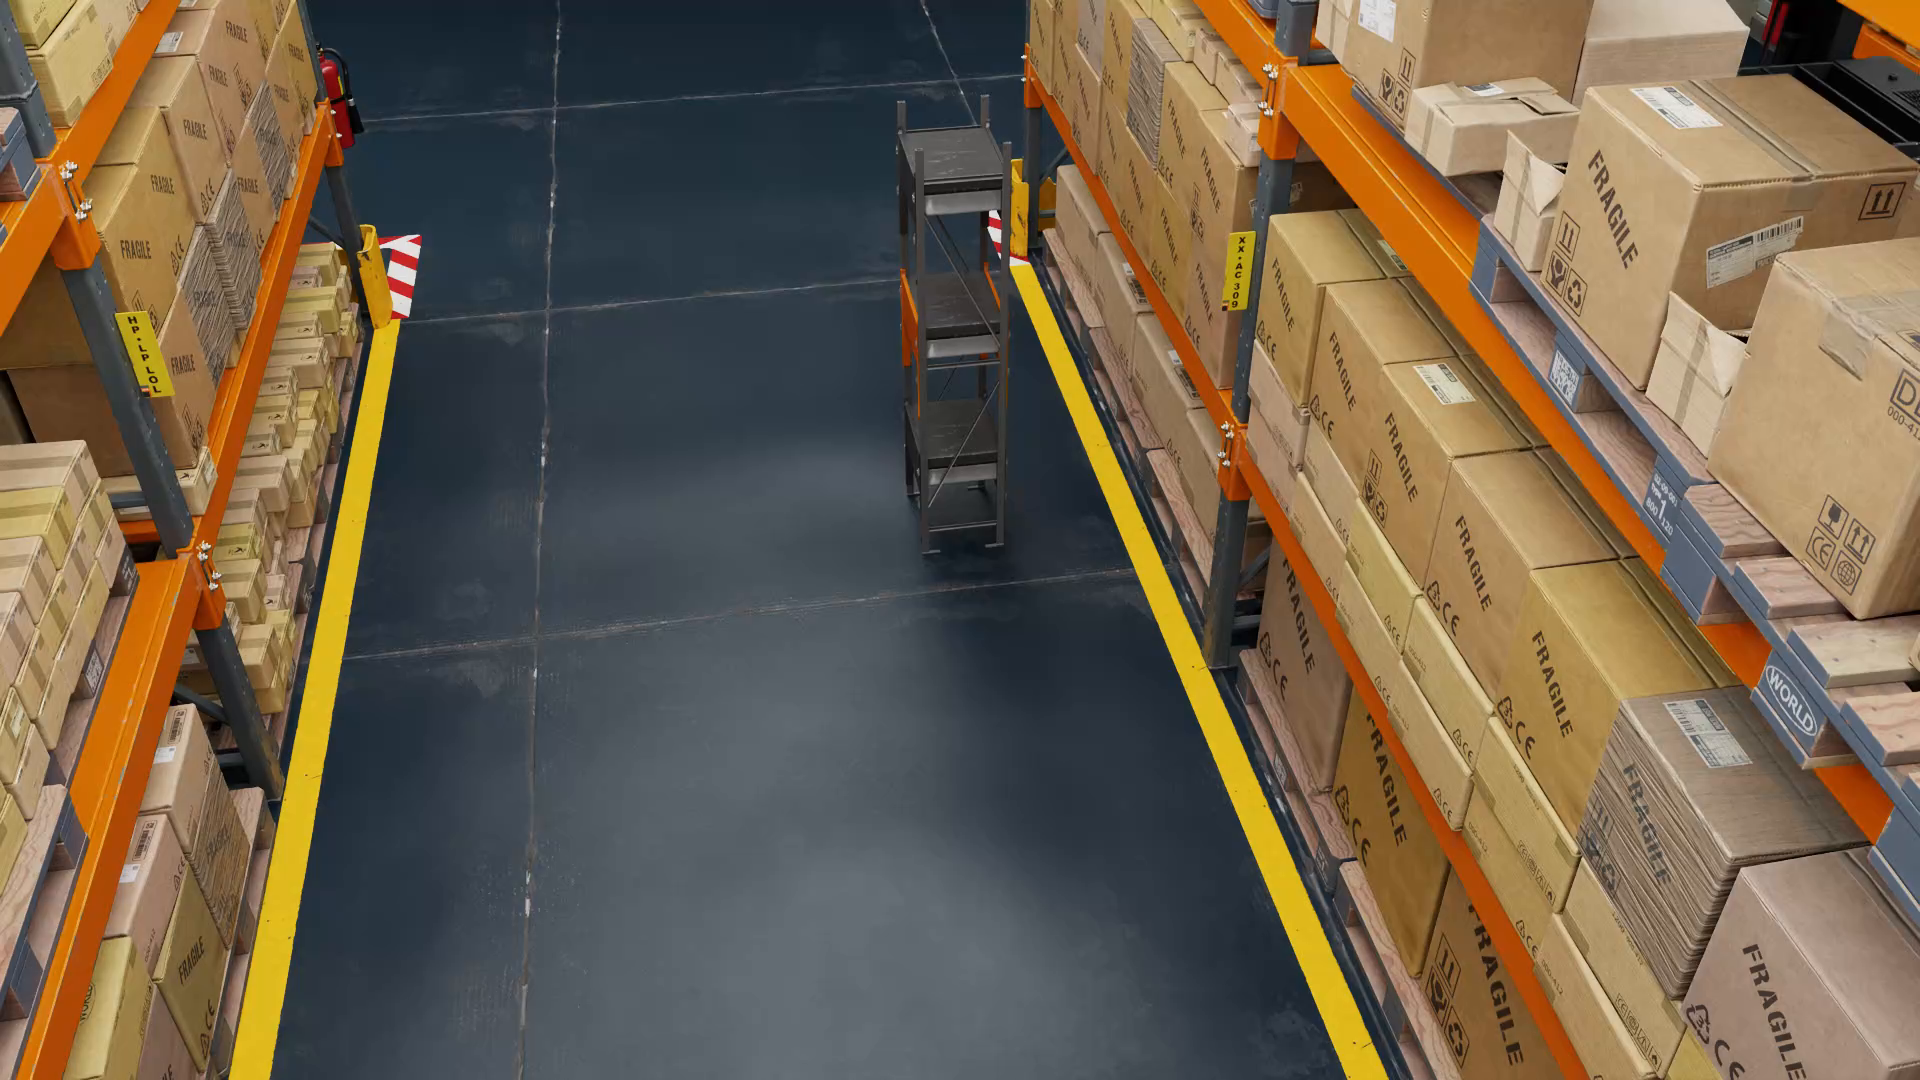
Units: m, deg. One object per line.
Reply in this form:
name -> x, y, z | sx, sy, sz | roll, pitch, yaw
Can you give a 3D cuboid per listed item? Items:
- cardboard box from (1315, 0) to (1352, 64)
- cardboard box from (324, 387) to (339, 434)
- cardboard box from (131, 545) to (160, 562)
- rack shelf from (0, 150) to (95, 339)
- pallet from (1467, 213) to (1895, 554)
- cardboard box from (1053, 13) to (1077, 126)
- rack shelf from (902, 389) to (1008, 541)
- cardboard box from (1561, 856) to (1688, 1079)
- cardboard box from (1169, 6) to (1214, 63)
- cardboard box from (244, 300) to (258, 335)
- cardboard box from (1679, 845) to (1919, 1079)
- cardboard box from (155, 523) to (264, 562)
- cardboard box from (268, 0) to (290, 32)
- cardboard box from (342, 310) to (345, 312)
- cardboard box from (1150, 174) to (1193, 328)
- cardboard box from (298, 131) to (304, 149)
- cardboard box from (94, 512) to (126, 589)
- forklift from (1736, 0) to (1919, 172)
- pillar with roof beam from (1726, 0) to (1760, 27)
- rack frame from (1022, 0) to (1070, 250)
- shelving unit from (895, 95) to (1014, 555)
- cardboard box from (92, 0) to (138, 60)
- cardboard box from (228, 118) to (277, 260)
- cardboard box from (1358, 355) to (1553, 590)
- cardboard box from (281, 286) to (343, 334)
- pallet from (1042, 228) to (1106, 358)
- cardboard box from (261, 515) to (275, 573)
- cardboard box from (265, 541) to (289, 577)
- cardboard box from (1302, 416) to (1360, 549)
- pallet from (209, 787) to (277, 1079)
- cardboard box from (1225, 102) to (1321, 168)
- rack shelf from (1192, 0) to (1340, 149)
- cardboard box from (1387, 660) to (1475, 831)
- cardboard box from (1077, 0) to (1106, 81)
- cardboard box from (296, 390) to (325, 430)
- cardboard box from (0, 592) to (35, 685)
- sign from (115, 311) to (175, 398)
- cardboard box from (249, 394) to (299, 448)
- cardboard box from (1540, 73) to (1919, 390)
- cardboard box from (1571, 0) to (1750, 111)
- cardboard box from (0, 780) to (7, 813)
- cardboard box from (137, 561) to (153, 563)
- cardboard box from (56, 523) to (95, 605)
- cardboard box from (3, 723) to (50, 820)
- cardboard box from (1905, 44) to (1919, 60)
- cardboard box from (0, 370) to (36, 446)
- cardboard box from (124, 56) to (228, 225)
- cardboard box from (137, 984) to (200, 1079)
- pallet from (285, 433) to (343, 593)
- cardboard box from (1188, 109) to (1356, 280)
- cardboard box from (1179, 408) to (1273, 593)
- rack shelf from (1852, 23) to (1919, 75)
cardboard box -> 1.332, -1.649, 5.150 | 0.396, 0.266, 0.258 | -7, 38, -8
cardboard box -> -3.402, -0.651, 8.524 | 0.380, 0.149, 0.250 | -8, 39, -10
cardboard box -> -3.689, -0.025, 7.234 | 0.380, 0.149, 0.250 | -5, 38, -6
rack shelf -> -2.916, 0.209, 3.577 | 1.077, 0.370, 4.000 | -6, 38, -8
pallet -> 1.926, -0.444, 3.986 | 1.003, 0.211, 1.213 | -5, 38, -6
cardboard box -> 0.805, -2.524, 8.872 | 0.500, 0.500, 0.500 | -7, 38, -9
rack shelf -> -0.029, -0.366, 8.072 | 0.431, 0.518, 0.480 | -6, 38, -8
cardboard box -> 1.861, 1.011, 4.118 | 0.500, 0.250, 0.500 | -7, 38, -9
cardboard box -> 1.106, -2.155, 7.054 | 0.380, 0.149, 0.250 | -7, 38, -8
cardboard box -> -3.273, -0.996, 7.191 | 0.380, 0.149, 0.250 | -5, 38, -6
cardboard box -> 1.942, 1.006, 3.514 | 0.500, 0.500, 0.500 | -7, 38, -9
cardboard box -> -3.206, 0.076, 7.104 | 0.380, 0.149, 0.250 | -7, 38, -9
cardboard box -> -3.643, -2.817, 8.191 | 0.500, 0.500, 0.500 | -7, 38, -9
cardboard box -> -3.671, -1.259, 9.307 | 0.380, 0.149, 0.250 | -6, 38, -7
cardboard box -> 1.160, -1.294, 7.289 | 0.500, 0.500, 0.500 | -7, 38, -9
cardboard box -> -3.626, -2.094, 8.606 | 0.380, 0.149, 0.250 | -6, 38, -8
cardboard box -> -3.003, 0.054, 5.499 | 0.380, 0.149, 0.250 | -7, 38, -9
forklift -> 3.168, -0.862, 6.870 | 1.130, 2.935, 3.031 | -5, 38, -7
pillar with roof beam -> 1.950, -7.276, 10.180 | 9.100, 9.000, 0.400 | -6, 38, -8
rack frame -> 0.887, -3.108, 9.705 | 1.000, 3.000, 0.127 | -6, 38, -8
shelving unit -> -0.029, -0.929, 7.634 | 0.431, 2.100, 0.503 | -6, 38, -8
cardboard box -> -3.185, -1.833, 5.742 | 0.500, 0.250, 0.500 | -7, 38, -9
cardboard box -> -3.375, -1.508, 7.323 | 0.500, 0.500, 0.500 | -4, 38, -6
cardboard box -> 1.585, -0.222, 5.094 | 0.500, 0.500, 0.500 | -7, 38, -9
cardboard box -> -3.468, -1.196, 8.741 | 0.380, 0.149, 0.250 | -7, 38, -9
pallet -> 1.105, -1.532, 9.950 | 1.003, 0.211, 1.213 | -6, 38, -8
cardboard box -> -3.271, 0.041, 7.391 | 0.380, 0.149, 0.250 | -8, 39, -10
cardboard box -> -3.250, 0.154, 7.488 | 0.380, 0.149, 0.250 | -7, 38, -9
cardboard box -> 1.507, -0.222, 5.706 | 0.500, 0.250, 0.500 | -6, 38, -7
pallet -> -3.129, 1.473, 6.082 | 1.003, 0.211, 1.213 | -6, 38, -8
cardboard box -> 1.221, -1.534, 6.254 | 0.380, 0.149, 0.250 | -7, 38, -9
rack shelf -> 1.238, -2.800, 7.451 | 1.077, 0.370, 4.000 | -6, 38, -8
cardboard box -> 1.651, 0.588, 5.070 | 0.500, 0.250, 0.500 | -7, 38, -9
cardboard box -> 0.886, -2.600, 8.155 | 0.500, 0.500, 0.500 | -7, 38, -8
cardboard box -> -3.372, -0.602, 8.219 | 0.380, 0.149, 0.250 | -4, 38, -6
cardboard box -> -2.867, 0.298, 4.698 | 0.380, 0.149, 0.250 | -6, 38, -8
sign -> -2.721, -0.618, 5.556 | 0.100, 0.325, 0.005 | -6, 38, -8
cardboard box -> -3.372, -0.550, 7.910 | 0.380, 0.149, 0.250 | -6, 38, -8
cardboard box -> 1.695, -0.699, 3.736 | 0.500, 0.500, 0.500 | -6, 38, -8
cardboard box -> 1.950, -1.497, 4.918 | 0.500, 0.311, 0.500 | -6, 38, -8
cardboard box -> -2.768, 0.732, 4.382 | 0.380, 0.149, 0.250 | -6, 38, -8
cardboard box -> -3.707, 0.104, 7.310 | 0.380, 0.149, 0.250 | -6, 38, -8
cardboard box -> -2.956, 0.096, 5.202 | 0.380, 0.149, 0.250 | -6, 38, -8
cardboard box -> -2.817, 0.680, 4.692 | 0.380, 0.149, 0.250 | -8, 39, -10
cardboard box -> 5.715, -2.854, 9.583 | 0.380, 0.149, 0.250 | -5, 38, -7
cardboard box -> -3.630, -0.517, 6.047 | 0.500, 0.500, 0.500 | -6, 38, -8
cardboard box -> -3.270, -1.568, 6.584 | 0.500, 0.500, 0.500 | -6, 38, -7
cardboard box -> -2.714, 1.763, 5.131 | 0.500, 0.500, 0.500 | -7, 38, -9
pallet -> -3.637, -0.138, 8.155 | 1.003, 0.211, 1.213 | -6, 38, -8
cardboard box -> 1.234, -1.381, 6.587 | 0.500, 0.500, 0.500 | -7, 38, -8
cardboard box -> 1.584, -0.237, 7.756 | 0.875, 0.438, 0.875 | -7, 38, -9
rack shelf -> 6.124, -2.152, 9.061 | 1.077, 0.370, 4.000 | -6, 38, -8
